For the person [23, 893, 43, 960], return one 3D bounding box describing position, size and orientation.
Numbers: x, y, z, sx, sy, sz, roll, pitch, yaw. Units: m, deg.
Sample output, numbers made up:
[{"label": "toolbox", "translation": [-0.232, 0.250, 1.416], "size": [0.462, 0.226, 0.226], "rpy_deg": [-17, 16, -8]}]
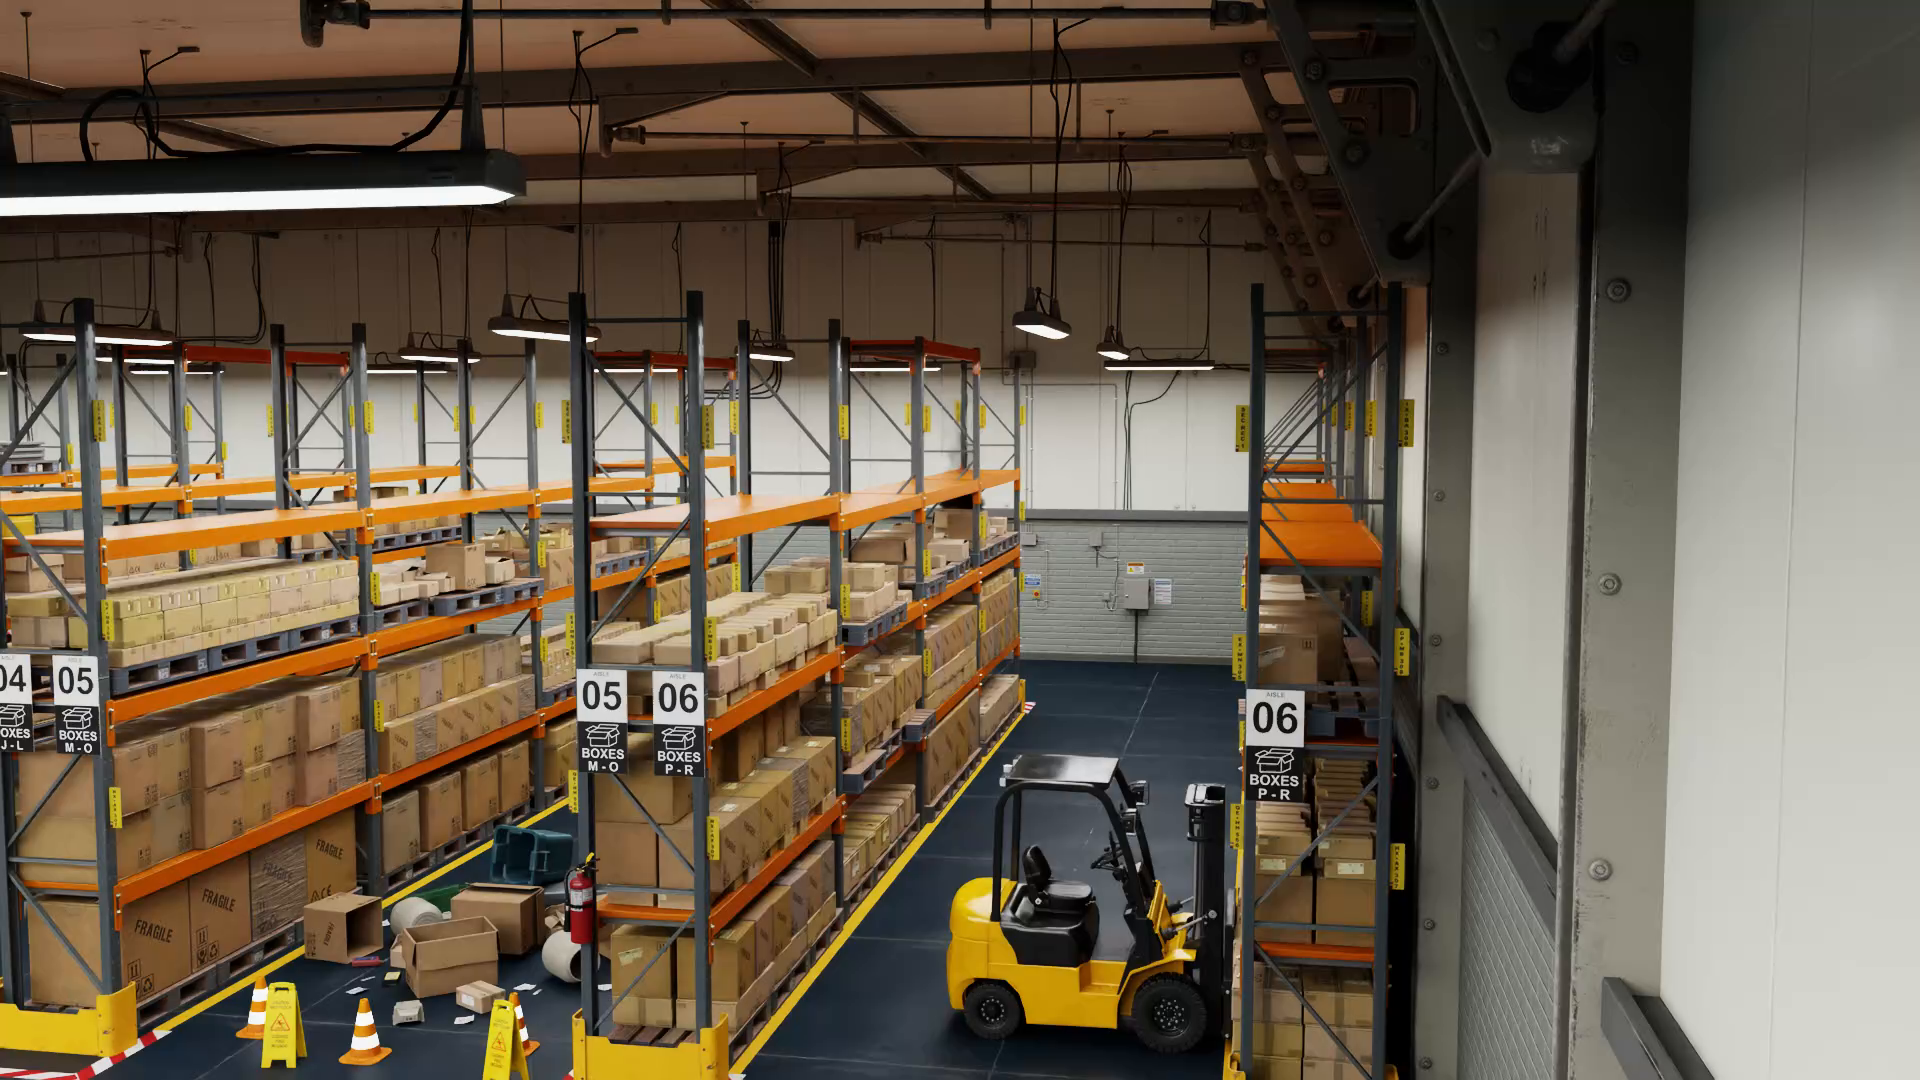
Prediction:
[{"label": "person", "translation": [-8.615, 3.070, 15.743], "size": [0.582, 1.656, 0.714], "rpy_deg": [0, 5, 4]}]
